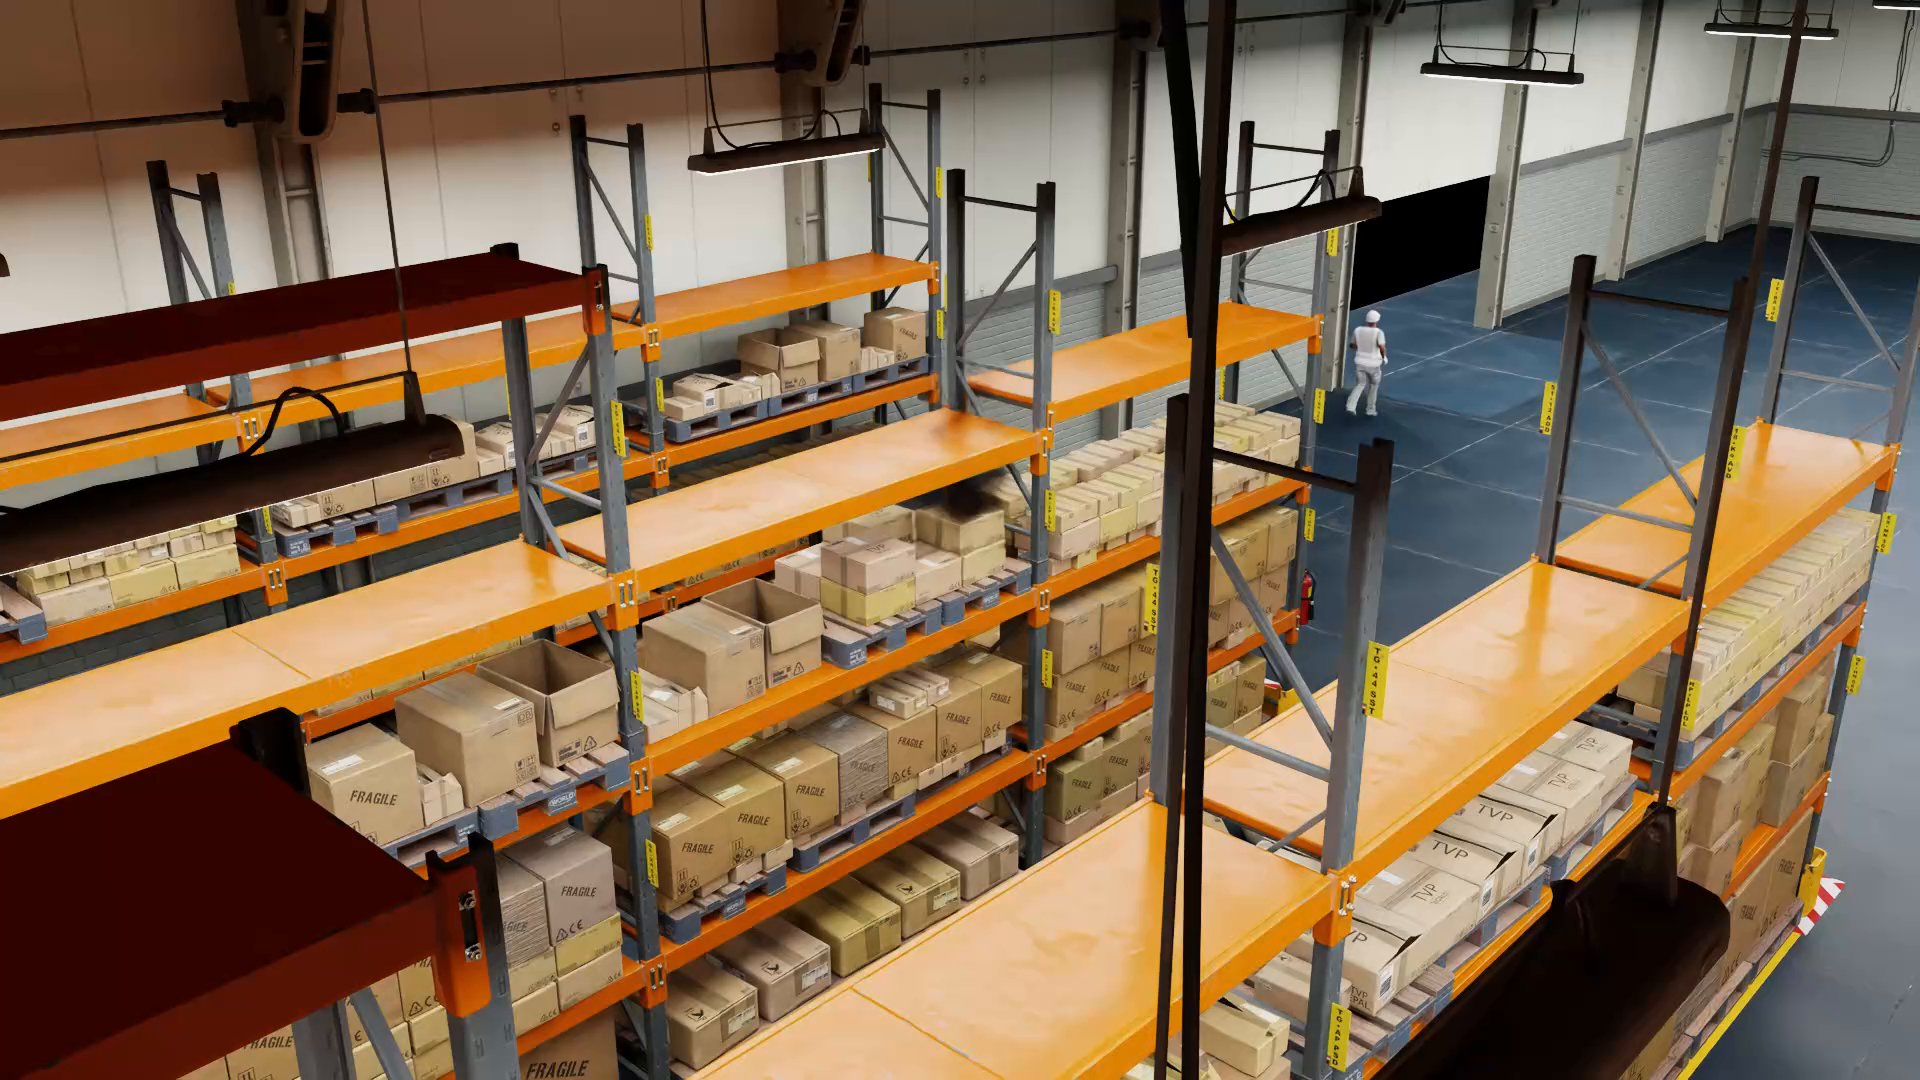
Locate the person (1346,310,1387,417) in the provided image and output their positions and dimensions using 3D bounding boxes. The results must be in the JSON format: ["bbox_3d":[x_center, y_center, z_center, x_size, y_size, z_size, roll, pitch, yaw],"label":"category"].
[{"bbox_3d":[6.572,-2.820,26.804,0.678,1.792,0.860,15,26,34],"label":"person"}]
